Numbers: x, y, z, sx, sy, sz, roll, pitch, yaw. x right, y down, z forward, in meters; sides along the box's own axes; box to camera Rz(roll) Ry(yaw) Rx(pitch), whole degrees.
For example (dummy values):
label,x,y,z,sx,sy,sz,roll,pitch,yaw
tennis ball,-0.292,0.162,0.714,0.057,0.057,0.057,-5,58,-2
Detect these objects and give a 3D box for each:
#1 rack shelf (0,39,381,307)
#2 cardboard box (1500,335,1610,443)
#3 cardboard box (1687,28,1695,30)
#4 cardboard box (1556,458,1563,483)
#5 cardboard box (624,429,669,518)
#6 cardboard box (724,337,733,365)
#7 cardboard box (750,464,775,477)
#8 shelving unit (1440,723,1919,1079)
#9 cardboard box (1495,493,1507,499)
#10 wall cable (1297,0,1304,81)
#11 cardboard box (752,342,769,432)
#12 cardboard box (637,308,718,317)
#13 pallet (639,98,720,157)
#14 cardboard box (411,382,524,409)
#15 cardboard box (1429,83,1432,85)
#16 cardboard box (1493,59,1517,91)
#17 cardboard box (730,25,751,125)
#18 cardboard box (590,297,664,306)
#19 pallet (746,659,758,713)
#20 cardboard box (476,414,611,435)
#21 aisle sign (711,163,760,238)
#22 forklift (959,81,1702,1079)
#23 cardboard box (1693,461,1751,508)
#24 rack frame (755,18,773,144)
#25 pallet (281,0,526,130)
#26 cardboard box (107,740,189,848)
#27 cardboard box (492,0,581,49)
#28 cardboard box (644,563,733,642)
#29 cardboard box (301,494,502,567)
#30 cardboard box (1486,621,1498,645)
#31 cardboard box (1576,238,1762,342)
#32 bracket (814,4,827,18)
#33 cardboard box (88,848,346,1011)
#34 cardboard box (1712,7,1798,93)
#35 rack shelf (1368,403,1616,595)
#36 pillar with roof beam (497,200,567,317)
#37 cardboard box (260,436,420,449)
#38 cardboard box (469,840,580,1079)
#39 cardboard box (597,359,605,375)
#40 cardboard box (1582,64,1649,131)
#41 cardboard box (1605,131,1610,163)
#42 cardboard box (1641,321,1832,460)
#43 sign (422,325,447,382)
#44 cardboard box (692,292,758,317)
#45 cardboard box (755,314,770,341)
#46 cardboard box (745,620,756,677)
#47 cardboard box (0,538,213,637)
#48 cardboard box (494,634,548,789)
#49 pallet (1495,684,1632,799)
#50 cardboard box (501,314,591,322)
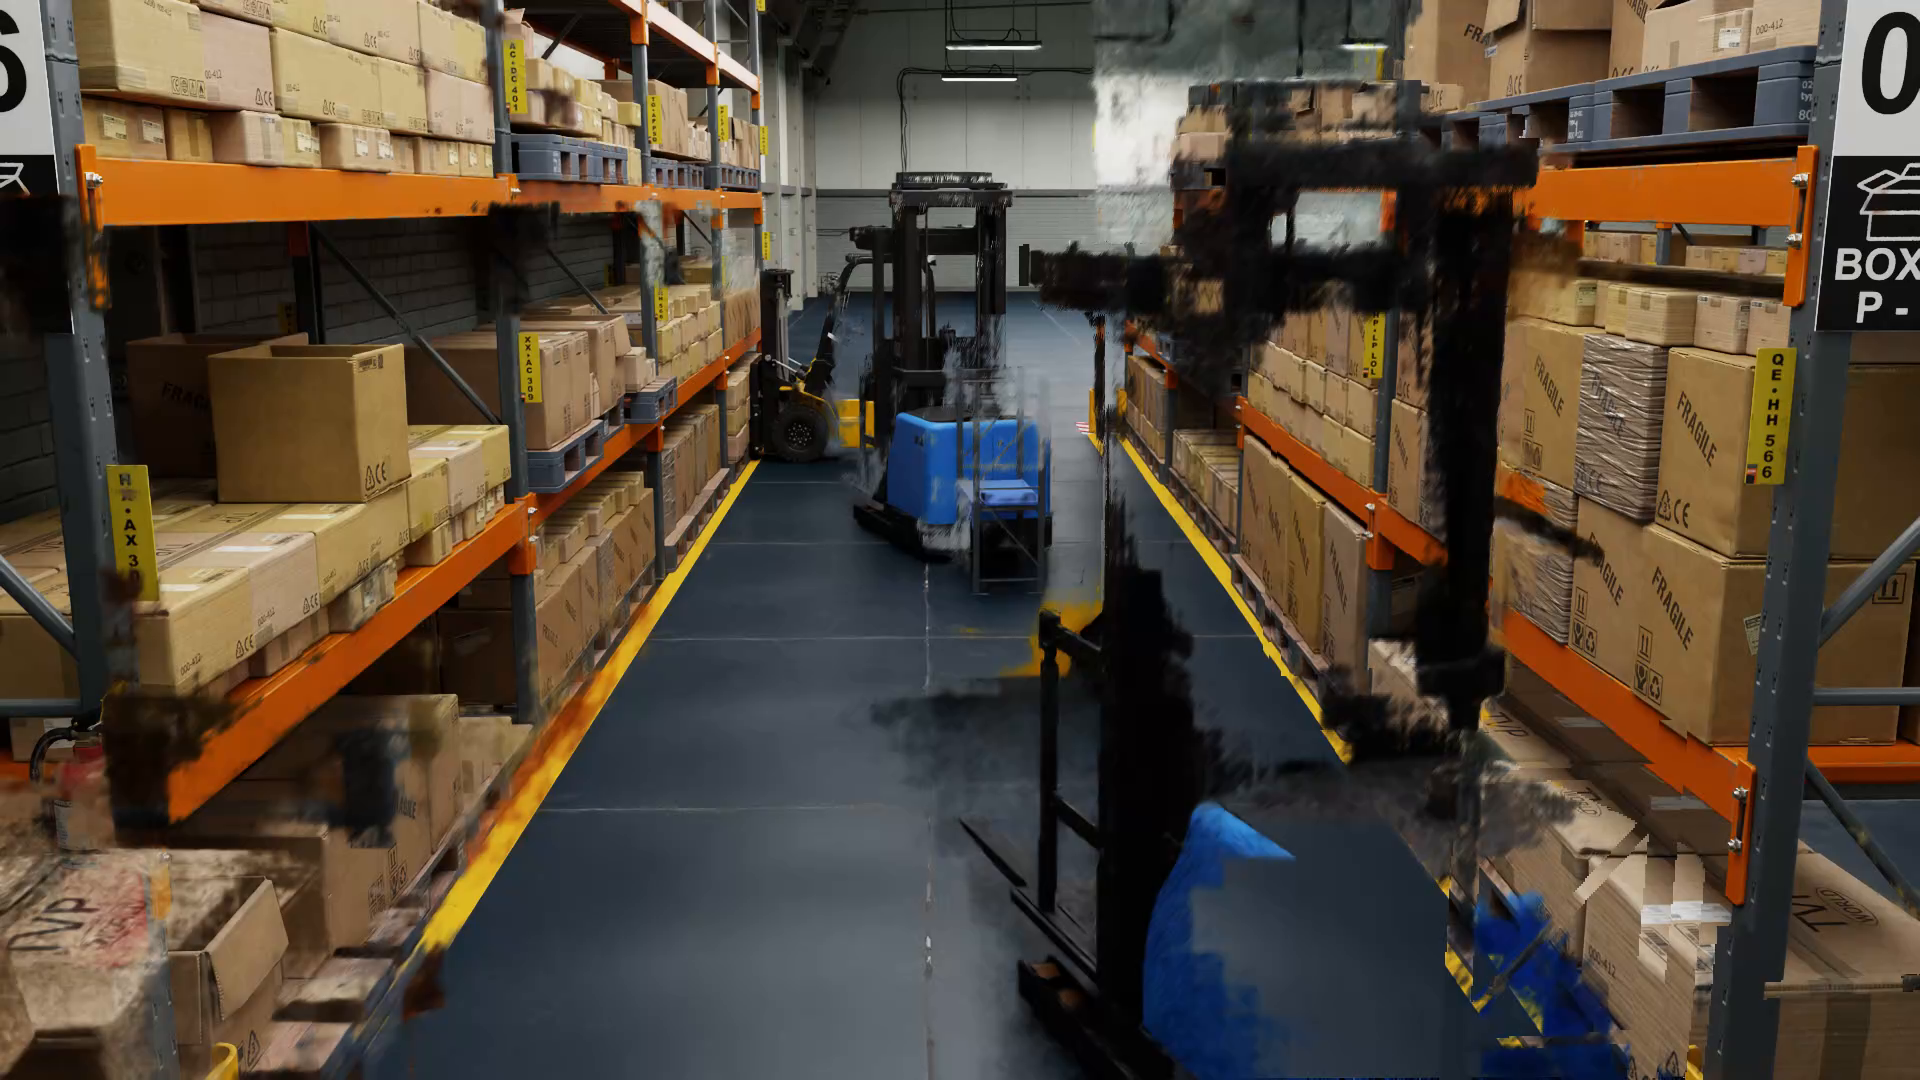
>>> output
label,x,y,z,sx,sy,sz,roll,pitch,yaw
rack shelf,-2.613,-1.898,9.637,1.077,0.370,4.000,0,11,-1
cardboard box,1.935,-2.482,17.250,0.500,0.500,0.500,0,11,0
cardboard box,2.000,-3.794,15.800,0.380,0.149,0.250,0,11,0
cardboard box,1.974,-2.036,16.682,0.380,0.149,0.250,0,11,-1
cardboard box,-2.454,-1.946,14.728,0.500,0.250,0.500,-1,11,-3
cardboard box,-2.479,-2.659,17.240,0.380,0.149,0.250,-1,11,-3
cardboard box,-2.499,-2.027,19.349,0.500,0.250,0.500,0,11,1
shelving unit,0.286,-0.453,12.018,0.538,1.500,1.048,-1,12,-6
cardboard box,1.899,-1.745,18.591,0.500,0.500,0.500,-1,11,-3
wall cable,6.426,-13.824,50.511,2.305,6.003,0.169,0,11,-1
cardboard box,-2.546,-2.618,18.666,0.500,0.500,0.500,0,11,1
cardboard box,-2.553,-2.806,17.217,0.380,0.149,0.250,0,11,-1
pallet,-2.781,-3.570,16.288,1.003,0.211,1.213,0,11,-1
cardboard box,-2.991,-2.216,15.055,0.380,0.149,0.250,-1,11,-3
cardboard box,1.946,-4.456,19.061,0.380,0.149,0.250,0,11,-2
cardboard box,1.873,-4.102,17.317,0.380,0.149,0.250,0,11,0
cardboard box,-2.646,-4.251,17.867,0.700,0.500,0.500,0,11,-1
cardboard box,-3.015,-3.008,18.208,0.380,0.149,0.250,0,11,1
pallet,-2.740,-1.008,17.998,1.003,0.211,1.213,0,11,-1
cardboard box,-2.452,-2.019,14.086,0.380,0.149,0.250,0,11,-1
aisle sign,-2.528,-4.057,19.473,0.394,0.787,0.004,0,11,-1
forklift,-0.273,-1.559,13.873,1.130,2.935,3.031,-4,12,-20
cardboard box,1.917,-1.916,15.037,0.380,0.149,0.250,0,11,0
rack frame,-2.820,-5.709,19.065,1.000,3.000,0.127,0,11,-1
pallet,-2.758,-2.690,12.207,1.213,0.211,1.003,0,11,1
cardboard box,-2.920,-1.193,12.273,0.500,0.250,0.500,0,11,-2
cardboard box,-2.447,-3.300,13.175,0.500,0.500,0.500,0,11,0
cardboard box,-2.434,-1.419,16.355,0.500,0.250,0.500,0,11,-2
cardboard box,-2.405,-1.714,12.580,0.380,0.149,0.250,0,11,0
cardboard box,1.917,-1.176,17.672,0.500,0.250,0.500,0,11,0
cardboard box,2.461,-2.969,17.136,0.700,0.500,0.500,0,11,-2
bracket,-3.839,-12.020,41.123,0.235,0.232,0.430,0,11,-1
cardboard box,-2.257,-1.132,11.170,0.380,0.149,0.250,0,11,0
cardboard box,1.848,-3.378,14.444,0.500,0.250,0.500,0,11,-2
rack shelf,2.184,-2.040,17.878,1.077,0.370,4.000,0,11,-1
pillar with roof beam,0.597,-5.584,18.452,9.100,9.000,0.400,0,11,-1
cardboard box,-2.915,-1.914,13.567,0.380,0.149,0.250,0,11,0
cardboard box,-2.675,-0.474,13.269,0.875,0.625,0.625,0,11,1
cardboard box,-2.994,-2.607,16.980,0.380,0.149,0.250,0,11,1
cardboard box,1.947,-3.624,15.962,0.500,0.250,0.500,0,11,-2
cardboard box,1.996,-3.454,16.125,0.380,0.149,0.250,0,11,0
cardboard box,1.948,-2.301,15.300,0.500,0.500,0.500,0,11,0
sign,-3.292,-2.434,15.636,0.100,0.325,0.005,0,11,-1
cardboard box,-2.533,-3.110,18.714,0.380,0.149,0.250,0,11,0
cardboard box,-2.498,-3.017,19.003,0.380,0.149,0.250,0,11,0
cardboard box,-2.468,-1.132,17.455,0.500,0.250,0.500,0,11,0
cardboard box,-2.864,-1.609,12.063,0.380,0.149,0.250,0,11,1
cardboard box,-2.425,-1.294,12.770,0.500,0.250,0.500,0,11,-2
pallet,2.176,-0.761,16.781,1.003,0.211,1.213,0,11,-1
cardboard box,-3.096,-2.700,16.695,0.380,0.149,0.250,0,11,-2
